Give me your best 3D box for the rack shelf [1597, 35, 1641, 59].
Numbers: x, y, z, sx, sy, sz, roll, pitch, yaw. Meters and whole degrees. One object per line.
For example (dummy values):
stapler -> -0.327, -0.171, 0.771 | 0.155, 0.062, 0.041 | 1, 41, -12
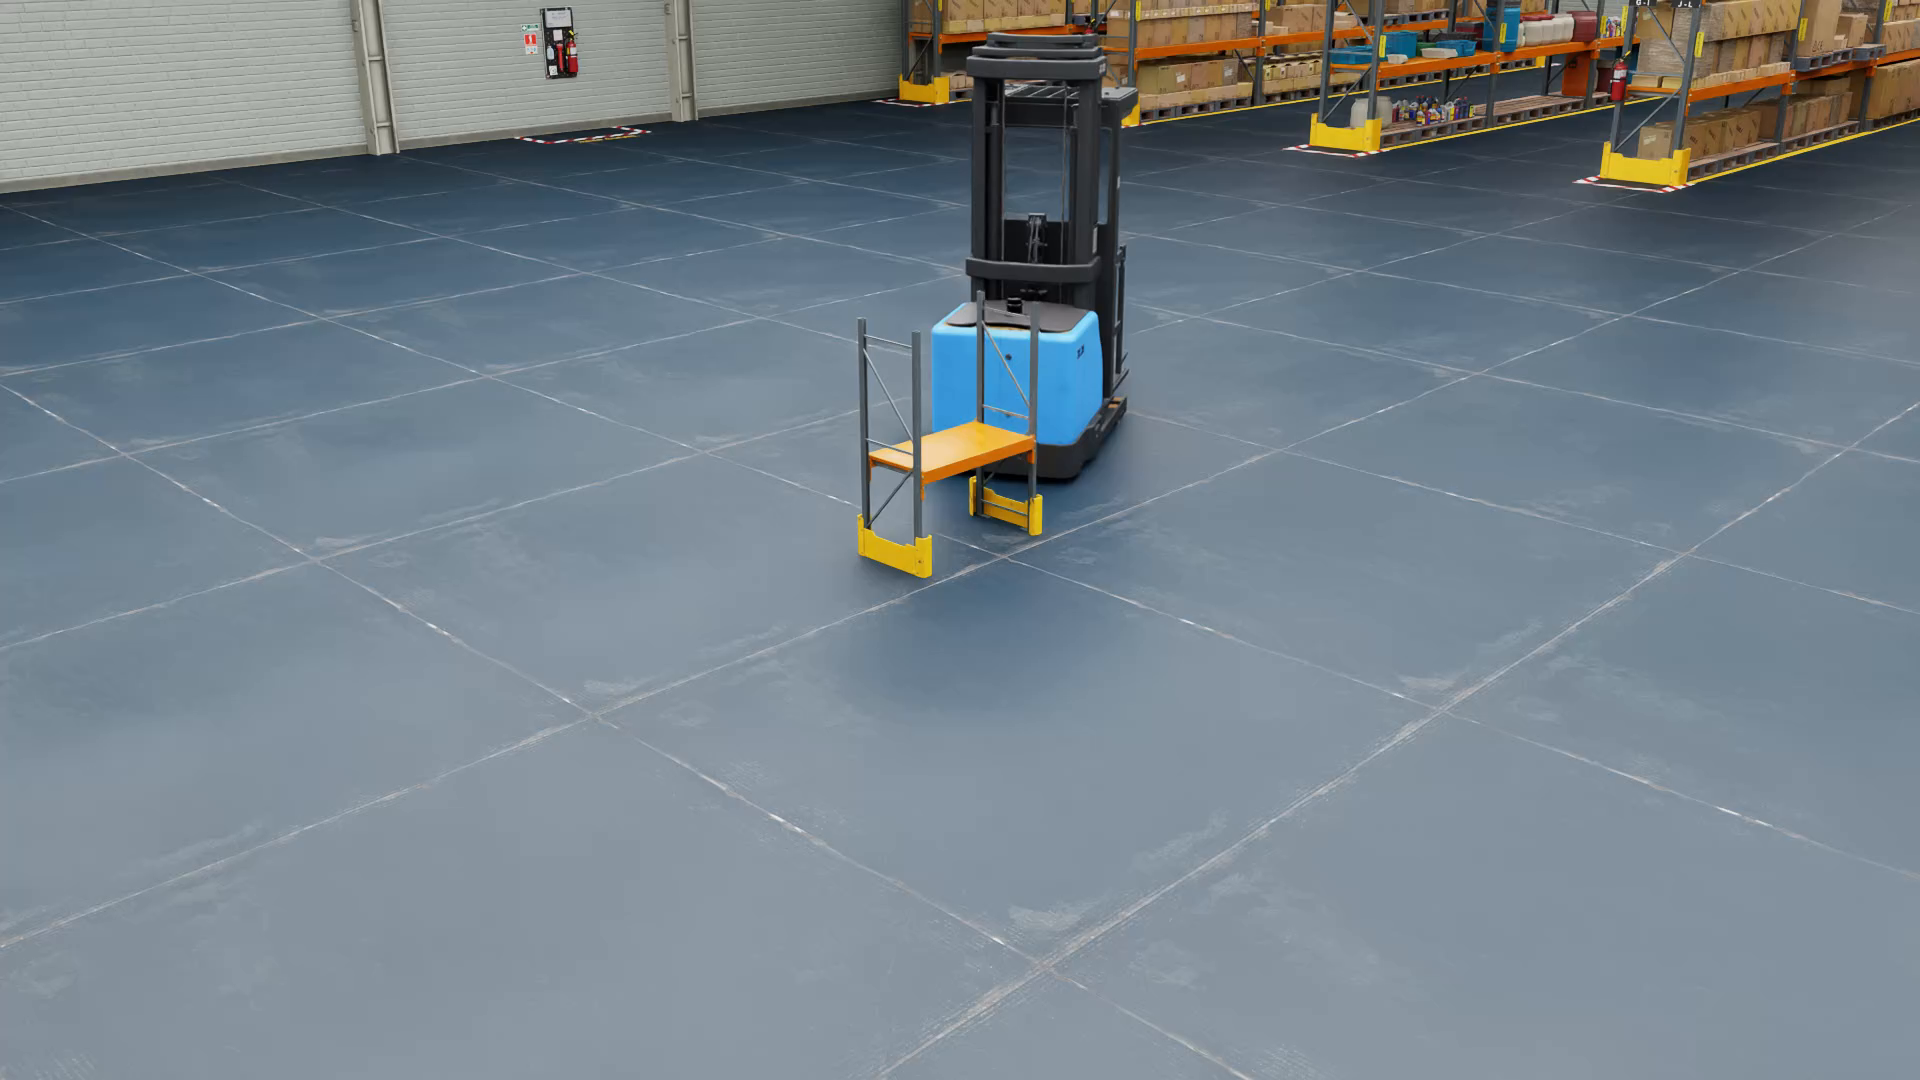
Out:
rack shelf -> 13.290, -10.081, 33.623 | 1.077, 0.370, 4.000 | 19, 28, 41

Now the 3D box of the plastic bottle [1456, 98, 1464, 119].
plastic bottle -> 8.728, -7.556, 29.131 | 0.144, 0.351, 0.185 | 18, 27, 38

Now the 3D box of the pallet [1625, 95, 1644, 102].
pallet -> 13.266, -9.126, 34.023 | 1.003, 0.211, 1.213 | 19, 28, 41

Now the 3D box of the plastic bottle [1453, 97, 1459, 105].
plastic bottle -> 8.758, -7.641, 29.353 | 0.144, 0.351, 0.185 | 19, 28, 41

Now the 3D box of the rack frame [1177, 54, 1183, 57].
rack frame -> 4.797, -12.382, 38.608 | 1.000, 3.000, 0.127 | 19, 28, 41

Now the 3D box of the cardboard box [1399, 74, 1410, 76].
cardboard box -> 9.586, -10.491, 36.558 | 0.500, 0.500, 0.500 | 19, 28, 40

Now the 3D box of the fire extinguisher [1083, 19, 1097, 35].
fire extinguisher -> 2.352, -9.136, 30.272 | 0.296, 0.674, 0.183 | 19, 28, 41

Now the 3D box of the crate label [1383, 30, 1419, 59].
crate label -> 7.404, -8.403, 28.207 | 0.502, 0.435, 0.616 | 19, 28, 41

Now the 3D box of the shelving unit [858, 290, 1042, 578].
shelving unit -> -0.053, -0.680, 10.255 | 0.587, 1.500, 1.083 | 19, 28, 41

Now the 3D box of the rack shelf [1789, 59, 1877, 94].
rack shelf -> 14.048, -7.813, 27.723 | 1.077, 0.370, 4.000 | 19, 28, 41

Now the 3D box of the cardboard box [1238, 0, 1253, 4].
cardboard box -> 5.253, -10.651, 32.158 | 0.700, 0.500, 0.500 | 19, 28, 41

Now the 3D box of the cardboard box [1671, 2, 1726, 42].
cardboard box -> 10.442, -7.332, 23.521 | 0.500, 0.500, 0.500 | 19, 28, 41

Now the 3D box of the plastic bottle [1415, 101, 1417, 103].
plastic bottle -> 8.037, -7.607, 29.374 | 0.097, 0.271, 0.097 | 0, 21, 0

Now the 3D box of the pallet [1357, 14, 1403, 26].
pallet -> 8.771, -11.245, 35.918 | 1.213, 0.211, 1.003 | 19, 28, 41

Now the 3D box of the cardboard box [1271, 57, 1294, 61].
cardboard box -> 6.697, -9.856, 34.502 | 0.500, 0.311, 0.500 | 19, 28, 40

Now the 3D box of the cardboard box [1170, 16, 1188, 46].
cardboard box -> 3.816, -9.512, 31.003 | 0.700, 0.500, 0.500 | 19, 28, 41

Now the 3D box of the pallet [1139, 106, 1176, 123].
pallet -> 3.271, -7.992, 31.073 | 1.003, 0.211, 1.213 | 19, 28, 41

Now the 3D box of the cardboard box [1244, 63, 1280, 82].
cardboard box -> 6.025, -9.333, 33.141 | 0.500, 0.311, 0.500 | 19, 28, 41

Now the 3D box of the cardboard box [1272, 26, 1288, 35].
cardboard box -> 9.093, -9.584, 29.241 | 9.833, 1.899, 1.938 | 20, 28, 41

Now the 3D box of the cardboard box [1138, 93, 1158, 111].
cardboard box -> 3.301, -8.081, 30.666 | 0.500, 0.250, 0.500 | 19, 28, 41

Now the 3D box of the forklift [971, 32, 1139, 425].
forklift -> 0.690, -2.288, 12.442 | 1.121, 2.935, 3.031 | 6, 22, 15

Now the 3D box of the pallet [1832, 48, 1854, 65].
pallet -> 14.092, -8.054, 27.615 | 1.003, 0.211, 1.213 | 19, 28, 41

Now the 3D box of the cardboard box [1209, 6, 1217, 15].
cardboard box -> 4.635, -10.015, 31.406 | 0.250, 0.149, 0.380 | -19, 28, -41

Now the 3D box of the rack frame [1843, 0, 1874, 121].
rack frame -> 16.830, -9.788, 30.024 | 1.077, 3.933, 4.027 | 19, 28, 41

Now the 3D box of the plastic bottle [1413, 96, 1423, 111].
plastic bottle -> 8.112, -7.691, 29.482 | 0.144, 0.351, 0.185 | 18, 27, 38

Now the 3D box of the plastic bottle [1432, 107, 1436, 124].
plastic bottle -> 8.111, -7.280, 28.523 | 0.097, 0.271, 0.097 | 0, 21, 0

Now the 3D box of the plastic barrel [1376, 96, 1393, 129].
plastic barrel -> 7.068, -7.198, 28.003 | 0.421, 0.512, 0.421 | 0, 21, 0

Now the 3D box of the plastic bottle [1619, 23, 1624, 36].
plastic bottle -> 13.038, -10.079, 32.780 | 0.061, 0.283, 0.133 | 19, 28, 41

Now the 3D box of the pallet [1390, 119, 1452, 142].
pallet -> 7.755, -7.095, 28.740 | 1.003, 0.211, 1.213 | 19, 28, 41

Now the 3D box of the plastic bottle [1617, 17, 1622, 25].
plastic bottle -> 13.552, -10.573, 34.074 | 0.152, 0.276, 0.135 | 19, 28, 41

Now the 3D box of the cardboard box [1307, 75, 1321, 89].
cardboard box -> 7.089, -9.464, 34.265 | 0.500, 0.250, 0.500 | -20, 28, -41

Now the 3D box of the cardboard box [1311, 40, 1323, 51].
cardboard box -> 8.895, -12.866, 42.765 | 0.500, 0.500, 0.700 | -19, 28, -41

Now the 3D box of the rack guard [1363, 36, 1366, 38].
rack guard -> 10.394, -13.278, 44.423 | 1.175, 0.500, 0.348 | 19, 28, 41

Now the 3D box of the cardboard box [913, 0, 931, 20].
cardboard box -> -0.608, -10.789, 33.600 | 0.500, 0.500, 0.500 | 19, 28, 40

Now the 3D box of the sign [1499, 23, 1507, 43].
sign -> 9.491, -8.863, 29.066 | 0.100, 0.325, 0.005 | 19, 28, 41

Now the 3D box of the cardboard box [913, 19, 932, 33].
cardboard box -> -0.597, -10.433, 33.720 | 0.500, 0.250, 0.500 | -20, 28, -41

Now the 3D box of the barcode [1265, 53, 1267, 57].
barcode -> 6.034, -9.563, 32.806 | 0.001, 0.075, 0.075 | 19, 28, 41

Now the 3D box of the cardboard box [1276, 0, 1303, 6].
cardboard box -> 7.977, -13.685, 41.581 | 0.700, 0.700, 0.980 | -20, 28, -41

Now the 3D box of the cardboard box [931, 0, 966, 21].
cardboard box -> -0.236, -10.662, 33.270 | 0.500, 0.500, 0.500 | 19, 28, 41

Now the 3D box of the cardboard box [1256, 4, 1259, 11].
cardboard box -> 7.040, -12.936, 40.371 | 0.380, 0.149, 0.250 | 19, 28, 41

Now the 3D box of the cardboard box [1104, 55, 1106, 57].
cardboard box -> 2.832, -10.731, 37.184 | 0.700, 0.500, 0.500 | 19, 28, 40

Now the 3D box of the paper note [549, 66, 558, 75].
paper note -> -7.025, -8.114, 28.733 | 0.016, 0.148, 0.142 | 19, 28, 41

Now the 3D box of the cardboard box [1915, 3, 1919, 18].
cardboard box -> 17.307, -9.866, 30.525 | 0.797, 0.503, 0.637 | 20, 28, 41

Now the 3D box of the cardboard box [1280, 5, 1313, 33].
cardboard box -> 6.822, -10.619, 33.882 | 0.500, 0.500, 0.500 | 19, 28, 41

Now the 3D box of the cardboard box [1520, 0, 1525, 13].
cardboard box -> 13.101, -12.802, 39.561 | 0.500, 0.500, 0.500 | 20, 28, 41

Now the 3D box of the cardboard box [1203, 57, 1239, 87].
cardboard box -> 5.034, -9.078, 32.214 | 0.500, 0.500, 0.500 | 19, 28, 41

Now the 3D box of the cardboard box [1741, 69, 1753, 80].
cardboard box -> 11.657, -7.006, 24.973 | 0.380, 0.149, 0.250 | 19, 28, 41

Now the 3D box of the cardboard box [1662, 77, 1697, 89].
cardboard box -> 10.232, -6.503, 23.662 | 0.380, 0.149, 0.250 | 19, 28, 41

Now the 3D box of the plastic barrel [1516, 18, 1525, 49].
plastic barrel -> 9.929, -9.129, 29.954 | 0.433, 0.535, 0.433 | 0, 21, 0

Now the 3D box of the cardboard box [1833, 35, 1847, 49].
cardboard box -> 14.474, -8.300, 27.589 | 0.396, 0.266, 0.258 | 18, 28, 39

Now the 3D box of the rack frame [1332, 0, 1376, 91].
rack frame -> 8.349, -11.143, 35.385 | 1.000, 3.000, 0.127 | 19, 28, 41

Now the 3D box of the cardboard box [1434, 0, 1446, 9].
cardboard box -> 10.648, -12.348, 37.795 | 0.700, 0.500, 0.500 | 9, 23, 23
